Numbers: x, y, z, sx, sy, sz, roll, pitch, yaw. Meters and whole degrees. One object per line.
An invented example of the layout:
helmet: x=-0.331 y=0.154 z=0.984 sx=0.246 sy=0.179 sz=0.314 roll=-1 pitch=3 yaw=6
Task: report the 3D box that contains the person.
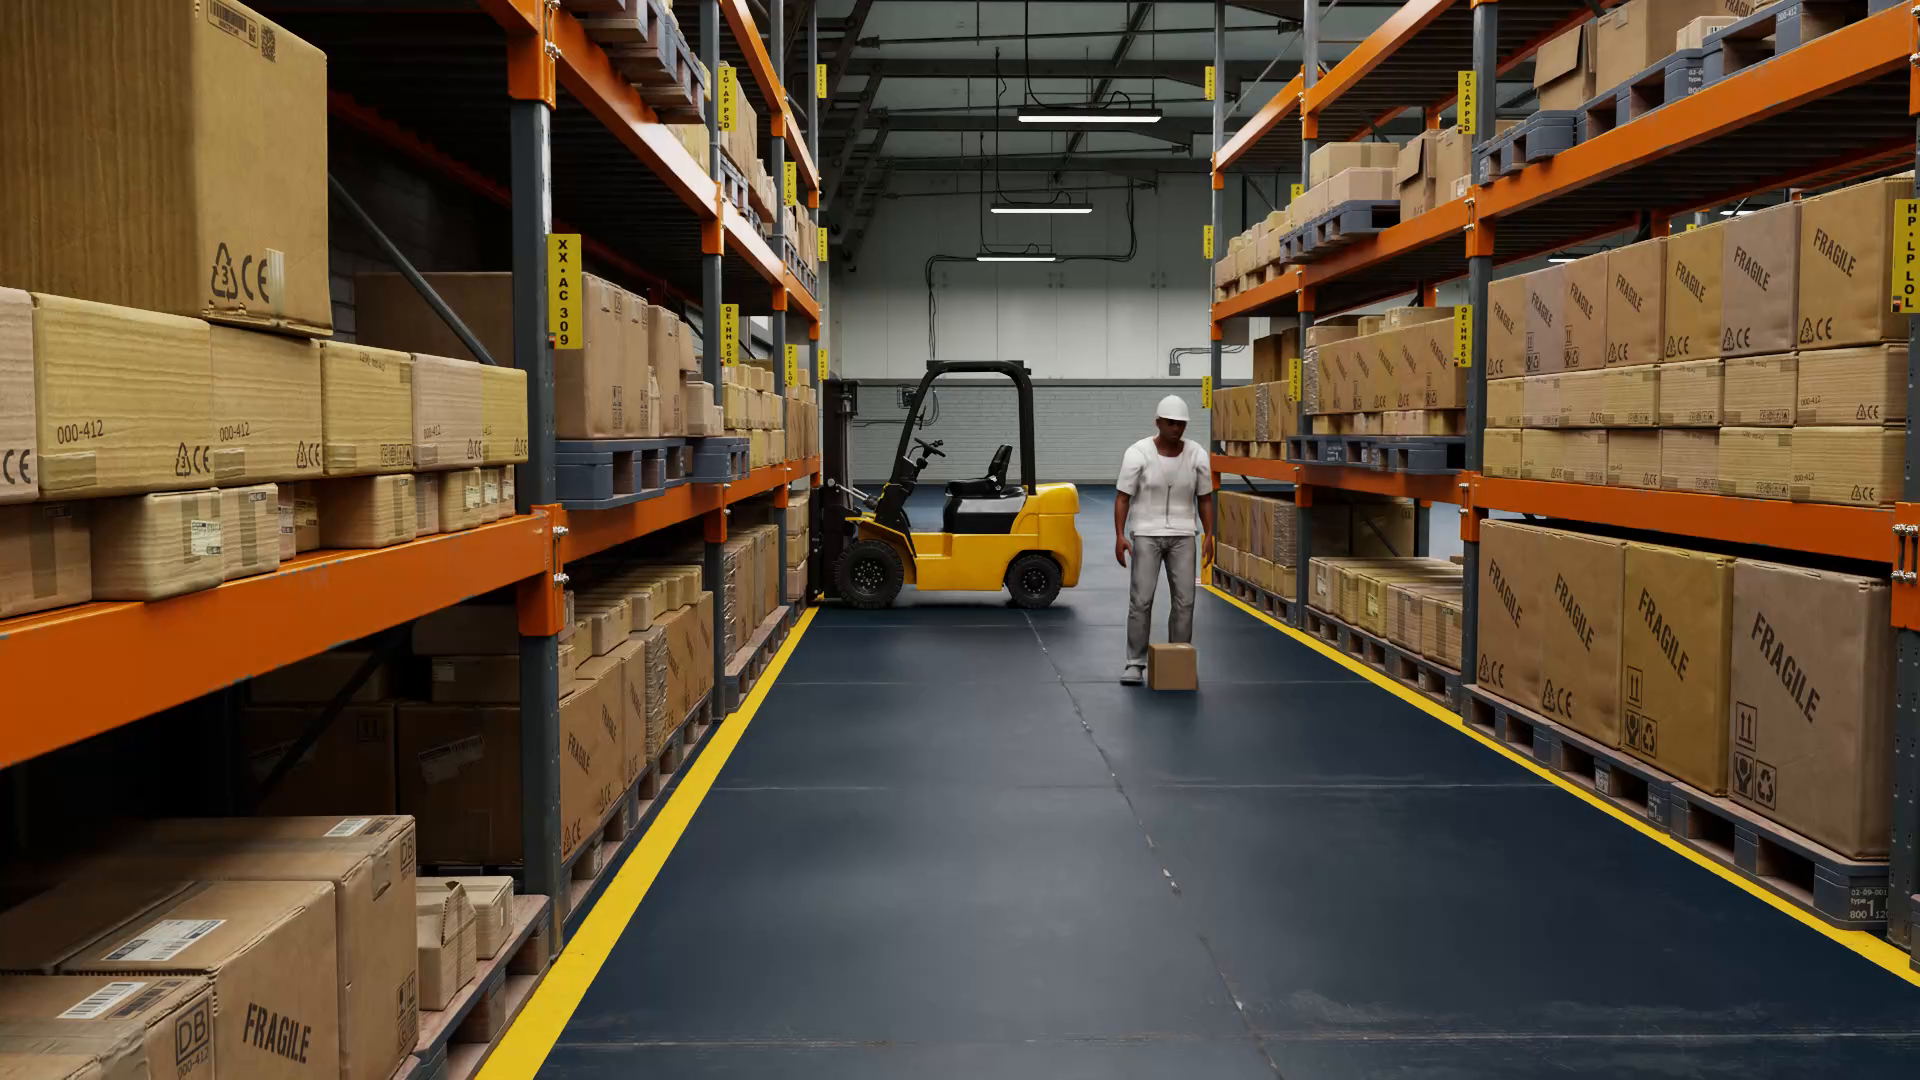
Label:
person: x=1.258 y=-0.005 z=10.188 sx=0.625 sy=1.759 sz=0.463 roll=0 pitch=4 yaw=-4
